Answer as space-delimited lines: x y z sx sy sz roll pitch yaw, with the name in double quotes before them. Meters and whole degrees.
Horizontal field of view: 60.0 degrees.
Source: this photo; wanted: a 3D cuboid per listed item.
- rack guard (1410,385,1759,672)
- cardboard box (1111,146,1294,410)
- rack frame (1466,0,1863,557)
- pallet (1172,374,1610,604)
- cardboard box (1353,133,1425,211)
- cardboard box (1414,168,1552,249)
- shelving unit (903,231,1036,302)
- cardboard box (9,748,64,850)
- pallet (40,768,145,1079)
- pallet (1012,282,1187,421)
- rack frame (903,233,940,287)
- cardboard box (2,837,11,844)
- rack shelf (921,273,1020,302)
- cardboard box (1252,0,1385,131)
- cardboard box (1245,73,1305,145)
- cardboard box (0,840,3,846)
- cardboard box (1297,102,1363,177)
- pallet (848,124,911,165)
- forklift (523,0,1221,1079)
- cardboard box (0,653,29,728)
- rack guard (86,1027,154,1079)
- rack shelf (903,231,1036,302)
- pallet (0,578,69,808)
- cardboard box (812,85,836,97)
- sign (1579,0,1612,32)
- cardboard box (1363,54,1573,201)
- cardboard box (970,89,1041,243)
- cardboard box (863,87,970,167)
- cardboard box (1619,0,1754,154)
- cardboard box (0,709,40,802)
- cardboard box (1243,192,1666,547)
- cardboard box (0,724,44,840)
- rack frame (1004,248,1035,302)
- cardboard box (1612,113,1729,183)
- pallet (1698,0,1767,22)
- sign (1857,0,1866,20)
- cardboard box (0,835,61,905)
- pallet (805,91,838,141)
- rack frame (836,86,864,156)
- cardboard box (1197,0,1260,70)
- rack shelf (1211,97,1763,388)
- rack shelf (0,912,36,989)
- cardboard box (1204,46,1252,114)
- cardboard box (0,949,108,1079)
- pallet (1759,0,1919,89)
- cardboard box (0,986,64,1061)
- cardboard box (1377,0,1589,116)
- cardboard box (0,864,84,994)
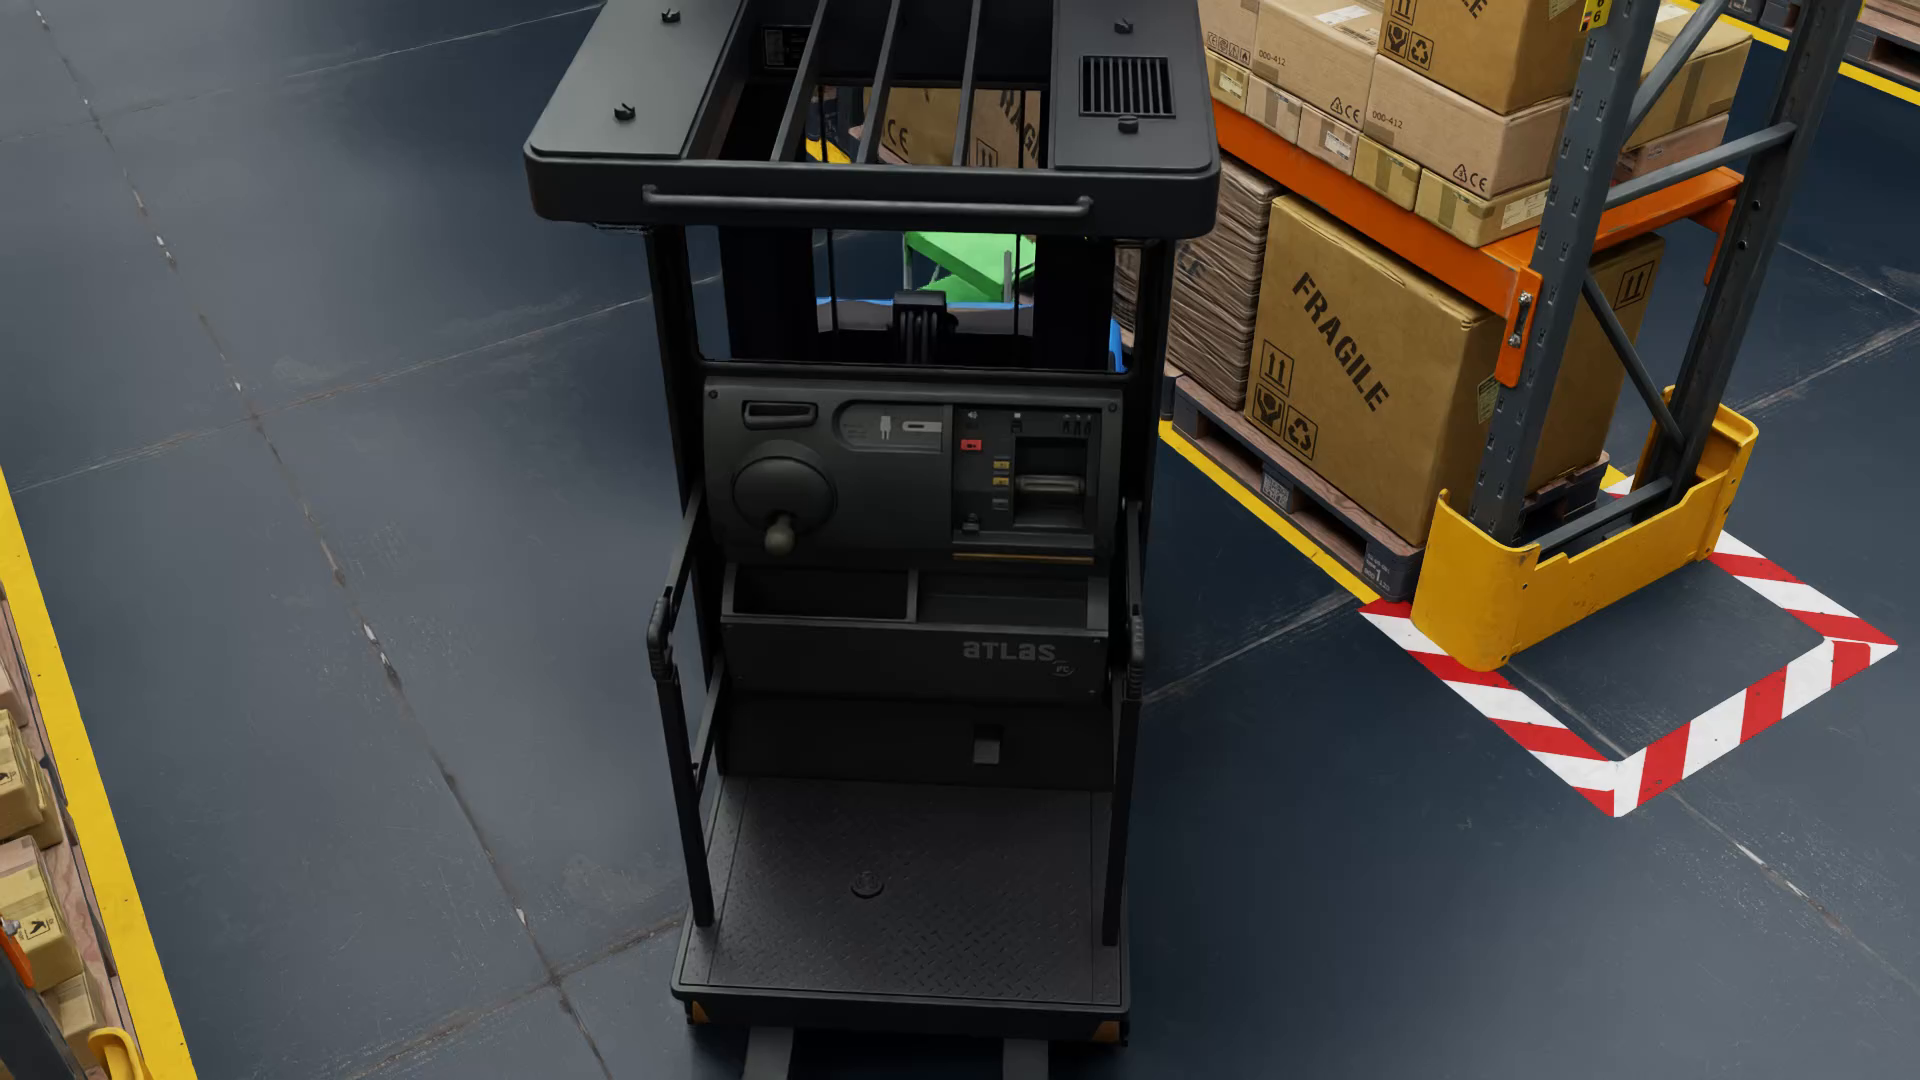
"rack guard" 2.033 -0.052 5.422 1.175 0.500 0.348 -22 45 -24
"cardboard box" 1.119 -1.179 6.154 0.875 0.875 0.875 -22 45 -24
"rack frame" 2.020 -1.025 4.637 1.000 3.000 0.127 -22 45 -24
"pallet" 1.524 -0.358 6.015 1.003 0.211 1.213 -22 45 -24
"cardboard box" 1.409 -1.147 4.980 0.380 0.149 0.250 -22 44 -24
"cardboard box" 1.551 -1.007 4.812 0.380 0.149 0.250 -21 44 -24
"shelving unit" 0.071 -0.559 5.484 0.258 1.200 0.503 -28 47 -29
"cardboard box" -2.623 0.748 4.408 0.380 0.149 0.250 -22 44 -24
"pallet" -2.665 1.207 4.136 1.003 0.211 1.213 -22 45 -24
"pallet" 0.872 -1.016 6.805 1.003 0.211 1.213 -22 45 -24
"rack frame" -0.086 -0.679 5.628 0.240 1.200 0.015 -28 47 -29
"cardboard box" -2.578 0.924 4.197 0.380 0.149 0.250 -22 44 -24
"rack shelf" 0.071 -0.695 5.371 0.258 0.148 0.480 -28 47 -29
"cardboard box" 1.263 -1.526 5.123 0.500 0.250 0.500 -23 45 -25
"cardboard box" 1.141 -1.419 5.306 0.380 0.149 0.250 -21 44 -24
"cardboard box" -2.588 0.807 4.105 0.380 0.149 0.250 -22 44 -24
"cardboard box" 1.275 -1.284 5.144 0.380 0.149 0.250 -22 45 -24
"pallet" 0.212 -1.675 7.596 1.003 0.211 1.213 -22 45 -24
"forklift" -0.117 -0.074 3.549 1.130 2.935 3.031 2 40 3
"cardboard box" -2.901 0.479 4.731 0.380 0.149 0.250 -24 46 -26
"rack guard" -2.257 1.547 3.503 1.175 0.500 0.348 -22 45 -24
"rack shelf" 0.071 -0.879 5.218 0.258 0.148 0.480 -28 47 -29
"pallet" -3.316 0.549 4.926 1.003 0.211 1.213 -22 45 -24
"cardboard box" -0.492 -2.868 8.180 1.225 0.875 0.875 -22 45 -24
"sign" 1.555 -1.382 3.975 0.100 0.325 0.005 -22 45 -24
"cardboard box" 1.535 -1.252 4.794 0.500 0.250 0.500 -23 45 -25
"cardboard box" 0.640 -1.660 6.730 0.875 0.875 0.875 -22 45 -24
"cardboard box" 0.156 -2.145 7.313 0.875 0.875 0.875 -22 45 -24
"cardboard box" 1.989 -1.434 5.012 0.500 0.250 0.500 -23 45 -25
"cardboard box" -2.634 0.631 4.316 0.380 0.149 0.250 -21 44 -23
"cardboard box" 1.608 -0.688 5.564 0.875 0.875 0.875 -22 45 -24
"cardboard box" -2.489 0.646 4.066 0.380 0.149 0.250 -22 45 -25
"rack frame" 0.227 -0.439 5.340 0.240 1.200 0.015 -28 47 -29
"cardboard box" 2.107 -1.234 5.084 0.380 0.149 0.250 -22 44 -24
"pallet" 4.473 -3.434 9.706 1.003 0.211 1.213 -22 45 -24
"sign" 2.491 -1.576 4.560 0.100 0.325 0.005 -22 45 -24
"cardboard box" -2.382 0.909 3.983 0.380 0.149 0.250 -22 45 -25
"pallet" -0.610 -2.503 8.589 1.003 0.211 1.213 -22 45 -24
"rack frame" -0.131 -3.184 7.228 1.000 3.000 0.127 -22 45 -24
"cardboard box" 0.989 -1.801 5.452 0.500 0.250 0.500 -24 45 -26
"rack shelf" 0.944 -1.828 6.163 1.077 0.370 4.000 -22 45 -24
"rack shelf" -3.292 -0.175 4.179 1.077 0.370 4.000 -22 45 -24
"cardboard box" 1.000 -1.558 5.473 0.380 0.149 0.250 -23 45 -25
"cardboard box" -2.228 1.169 3.903 0.380 0.149 0.250 -21 44 -24
"pallet" 5.133 -2.775 8.915 1.003 0.211 1.213 -22 45 -24
"cardboard box" -2.282 1.076 3.782 0.380 0.149 0.250 -20 44 -23
"cardboard box" 1.536 -1.542 4.557 0.500 0.500 0.500 -22 44 -24
"cardboard box" -2.212 0.933 3.721 0.380 0.149 0.250 -24 46 -26
